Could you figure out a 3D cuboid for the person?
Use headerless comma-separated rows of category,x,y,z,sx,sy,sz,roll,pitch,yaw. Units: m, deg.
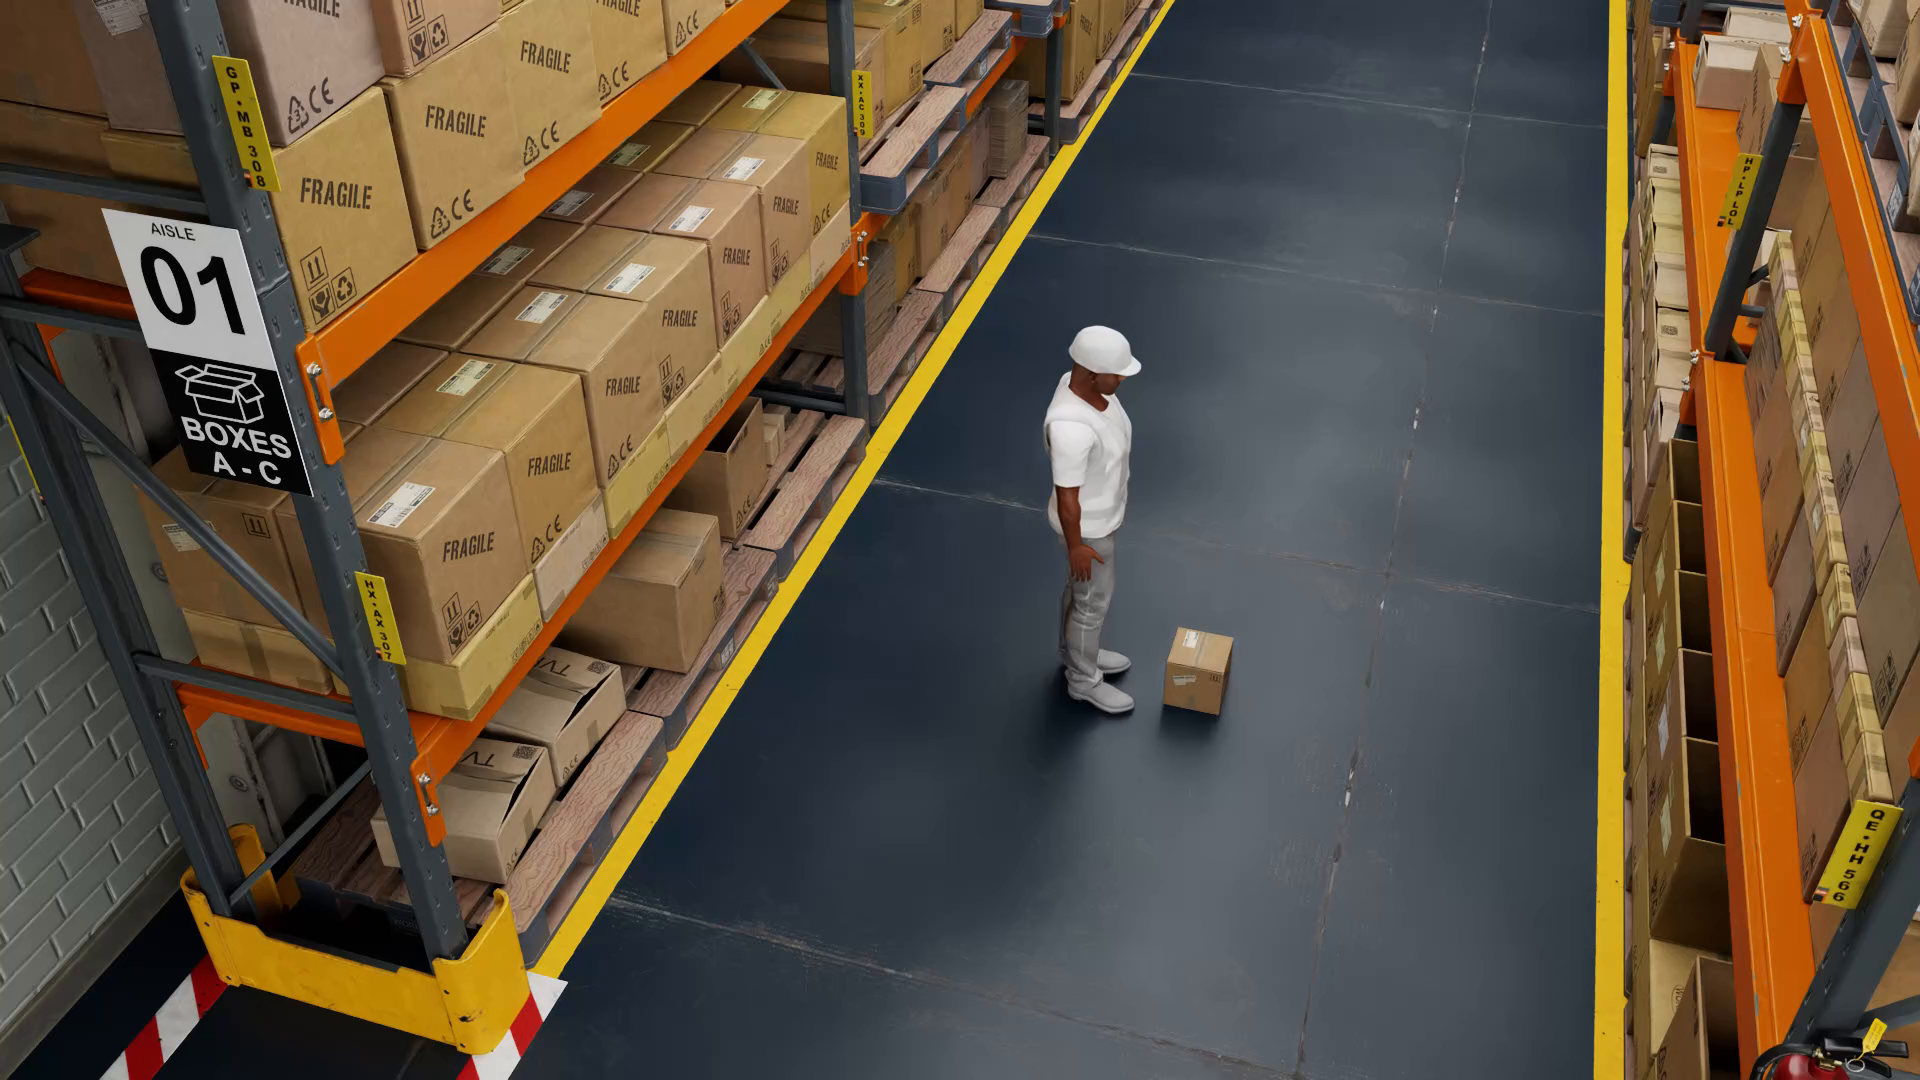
person,0.584,-0.102,6.984,0.459,1.783,0.590,8,38,10
